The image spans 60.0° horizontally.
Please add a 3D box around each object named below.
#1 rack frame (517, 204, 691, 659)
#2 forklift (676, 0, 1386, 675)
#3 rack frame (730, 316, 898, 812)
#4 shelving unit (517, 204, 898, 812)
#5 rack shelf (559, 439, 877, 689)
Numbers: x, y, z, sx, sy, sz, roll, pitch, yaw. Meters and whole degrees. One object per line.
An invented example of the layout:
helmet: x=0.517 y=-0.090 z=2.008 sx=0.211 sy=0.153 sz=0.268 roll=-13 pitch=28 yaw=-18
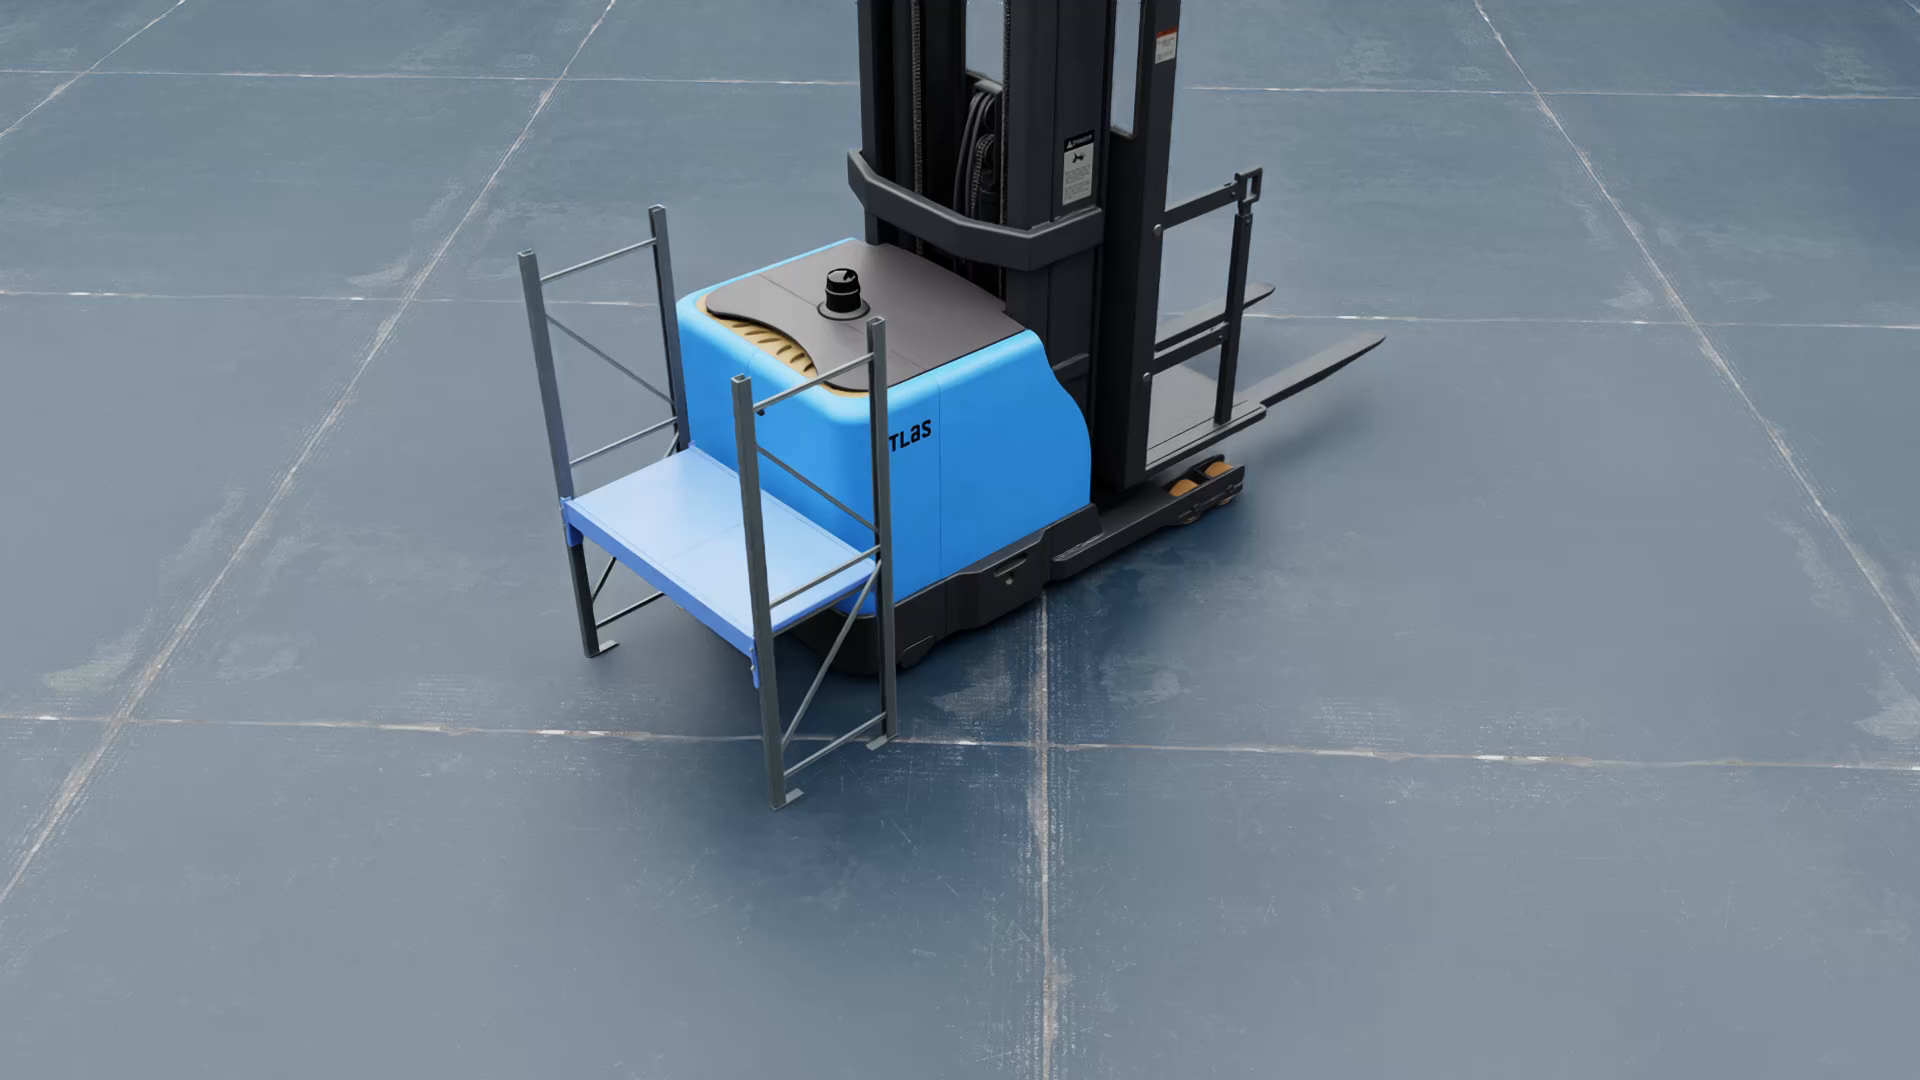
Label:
rack frame: x=-1.093 y=-0.312 z=5.390 sx=0.500 sy=1.500 sz=0.032 roll=-29 pitch=44 yaw=-34
forklift: x=0.464 y=-1.466 z=5.787 sx=3.031 sy=2.935 sz=1.130 roll=-27 pitch=43 yaw=-33
rack frame: x=-0.392 y=0.111 z=4.788 sx=0.500 sy=1.500 sz=0.032 roll=-29 pitch=44 yaw=-34
shelving unit: x=-0.743 y=-0.101 z=5.089 sx=0.538 sy=1.500 sz=1.048 roll=-29 pitch=44 yaw=-34
rack shelf: x=-0.743 y=0.046 z=5.192 sx=0.538 sy=0.185 sz=1.000 roll=-29 pitch=44 yaw=-34
